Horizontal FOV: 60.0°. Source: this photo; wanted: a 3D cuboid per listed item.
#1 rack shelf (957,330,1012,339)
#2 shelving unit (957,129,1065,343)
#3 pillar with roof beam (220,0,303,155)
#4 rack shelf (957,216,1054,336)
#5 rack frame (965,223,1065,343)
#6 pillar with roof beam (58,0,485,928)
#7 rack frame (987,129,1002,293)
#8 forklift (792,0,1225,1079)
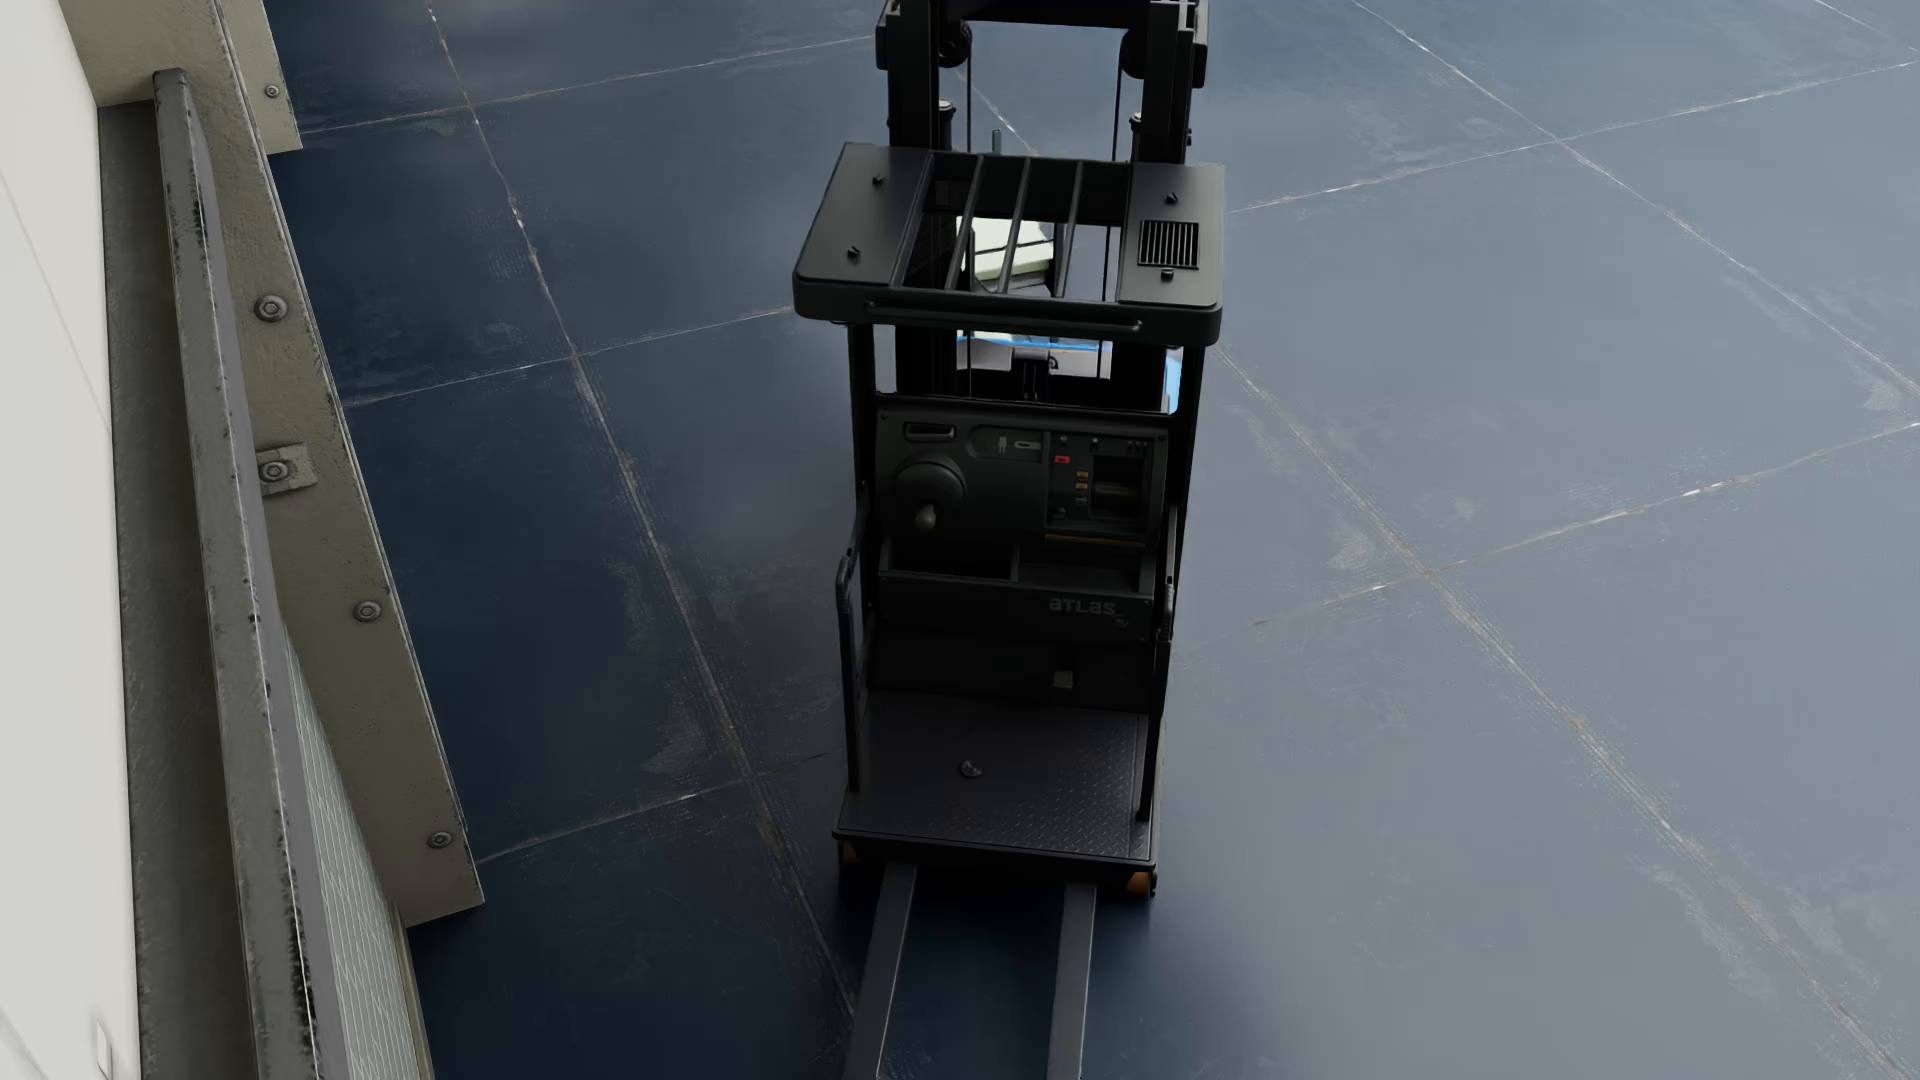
[{"bbox_3d":[0.097,-0.628,7.330,0.431,0.370,0.720,-12,42,-14],"label":"rack shelf"},{"bbox_3d":[0.097,-0.876,7.118,0.431,1.500,0.755,-12,42,-14],"label":"shelving unit"},{"bbox_3d":[-0.188,-6.919,8.394,9.100,9.000,0.400,-15,43,-17],"label":"pillar with roof beam"},{"bbox_3d":[0.097,-1.171,6.863,0.431,0.370,0.720,-12,42,-14],"label":"rack shelf"},{"bbox_3d":[0.212,-0.649,6.855,0.400,1.500,0.023,-12,42,-14],"label":"rack frame"},{"bbox_3d":[2.107,-3.305,4.191,9.100,9.000,0.400,-15,43,-17],"label":"pillar with roof beam"},{"bbox_3d":[-0.019,-1.102,7.381,0.400,1.500,0.023,-12,42,-14],"label":"rack frame"},{"bbox_3d":[0.166,-0.123,5.145,1.130,2.935,3.031,5,41,6],"label":"forklift"}]
